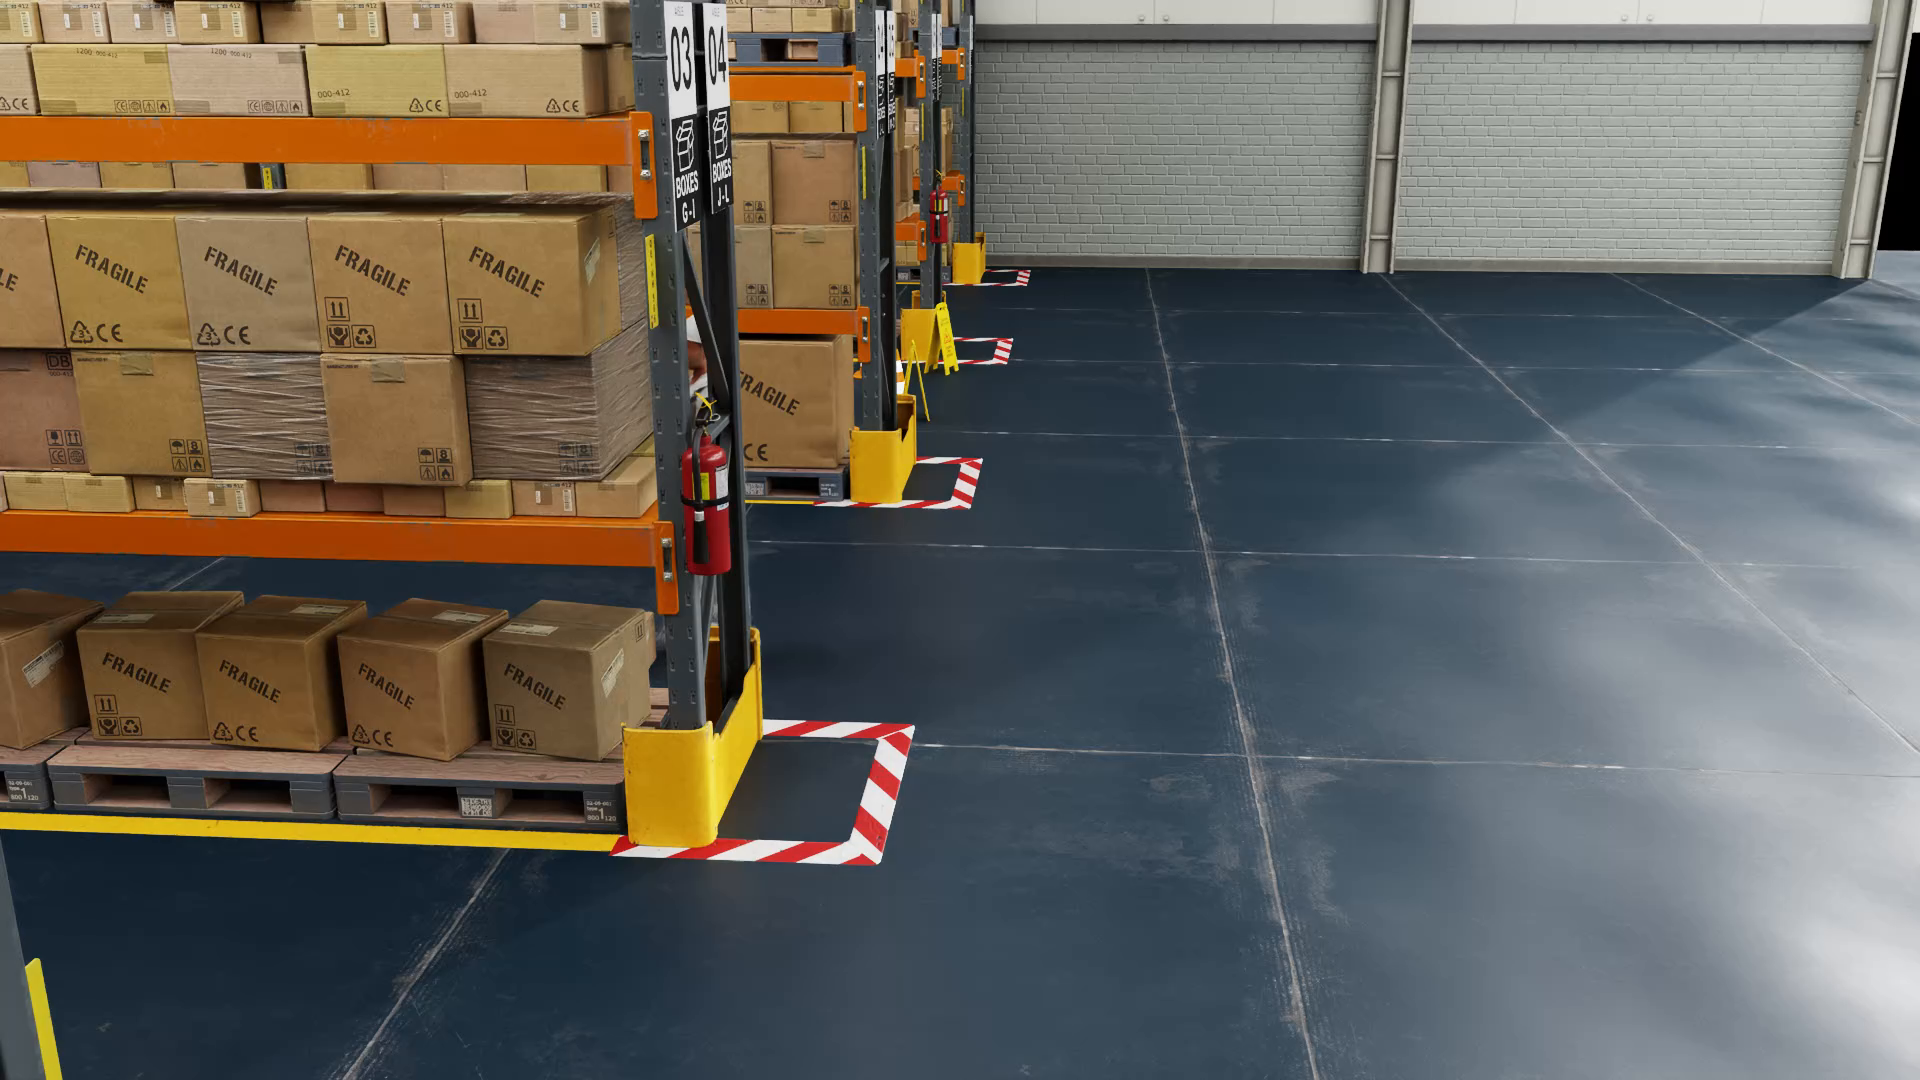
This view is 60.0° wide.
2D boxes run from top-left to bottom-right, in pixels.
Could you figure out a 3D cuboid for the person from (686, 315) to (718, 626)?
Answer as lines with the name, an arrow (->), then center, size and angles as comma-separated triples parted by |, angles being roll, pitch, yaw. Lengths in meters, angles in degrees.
person -> -1.299, -0.236, 8.279 | 0.390, 1.792, 0.525 | -4, 18, -13
